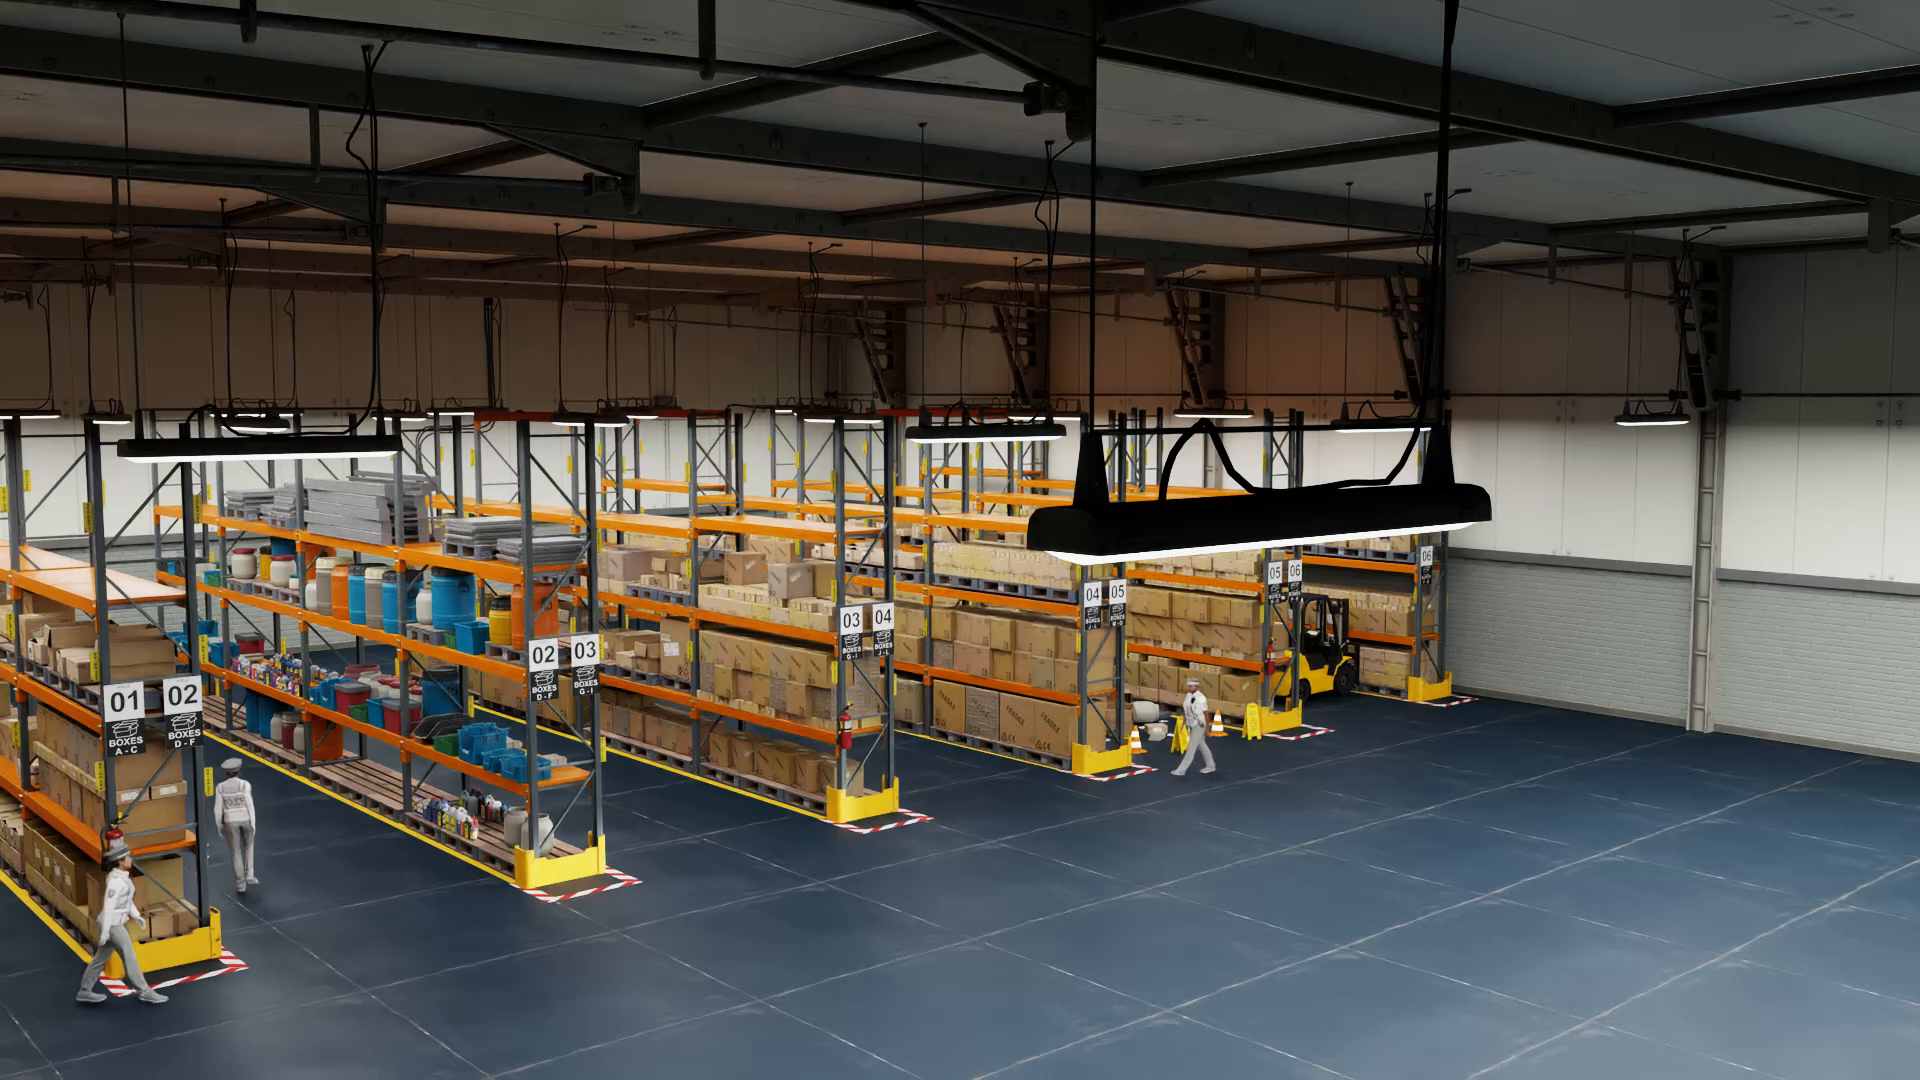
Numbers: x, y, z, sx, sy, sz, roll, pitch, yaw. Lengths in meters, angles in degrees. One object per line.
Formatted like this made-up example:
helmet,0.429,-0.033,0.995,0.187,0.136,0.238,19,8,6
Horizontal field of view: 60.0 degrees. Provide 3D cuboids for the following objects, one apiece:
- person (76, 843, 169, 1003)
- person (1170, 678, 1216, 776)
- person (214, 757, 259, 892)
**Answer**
person,-8.719,3.982,17.262,0.900,1.642,0.504,-2,5,-17
person,3.835,3.080,27.508,0.976,1.627,0.478,-2,5,-21
person,-9.221,3.627,21.185,0.492,1.672,0.495,-3,6,-29
